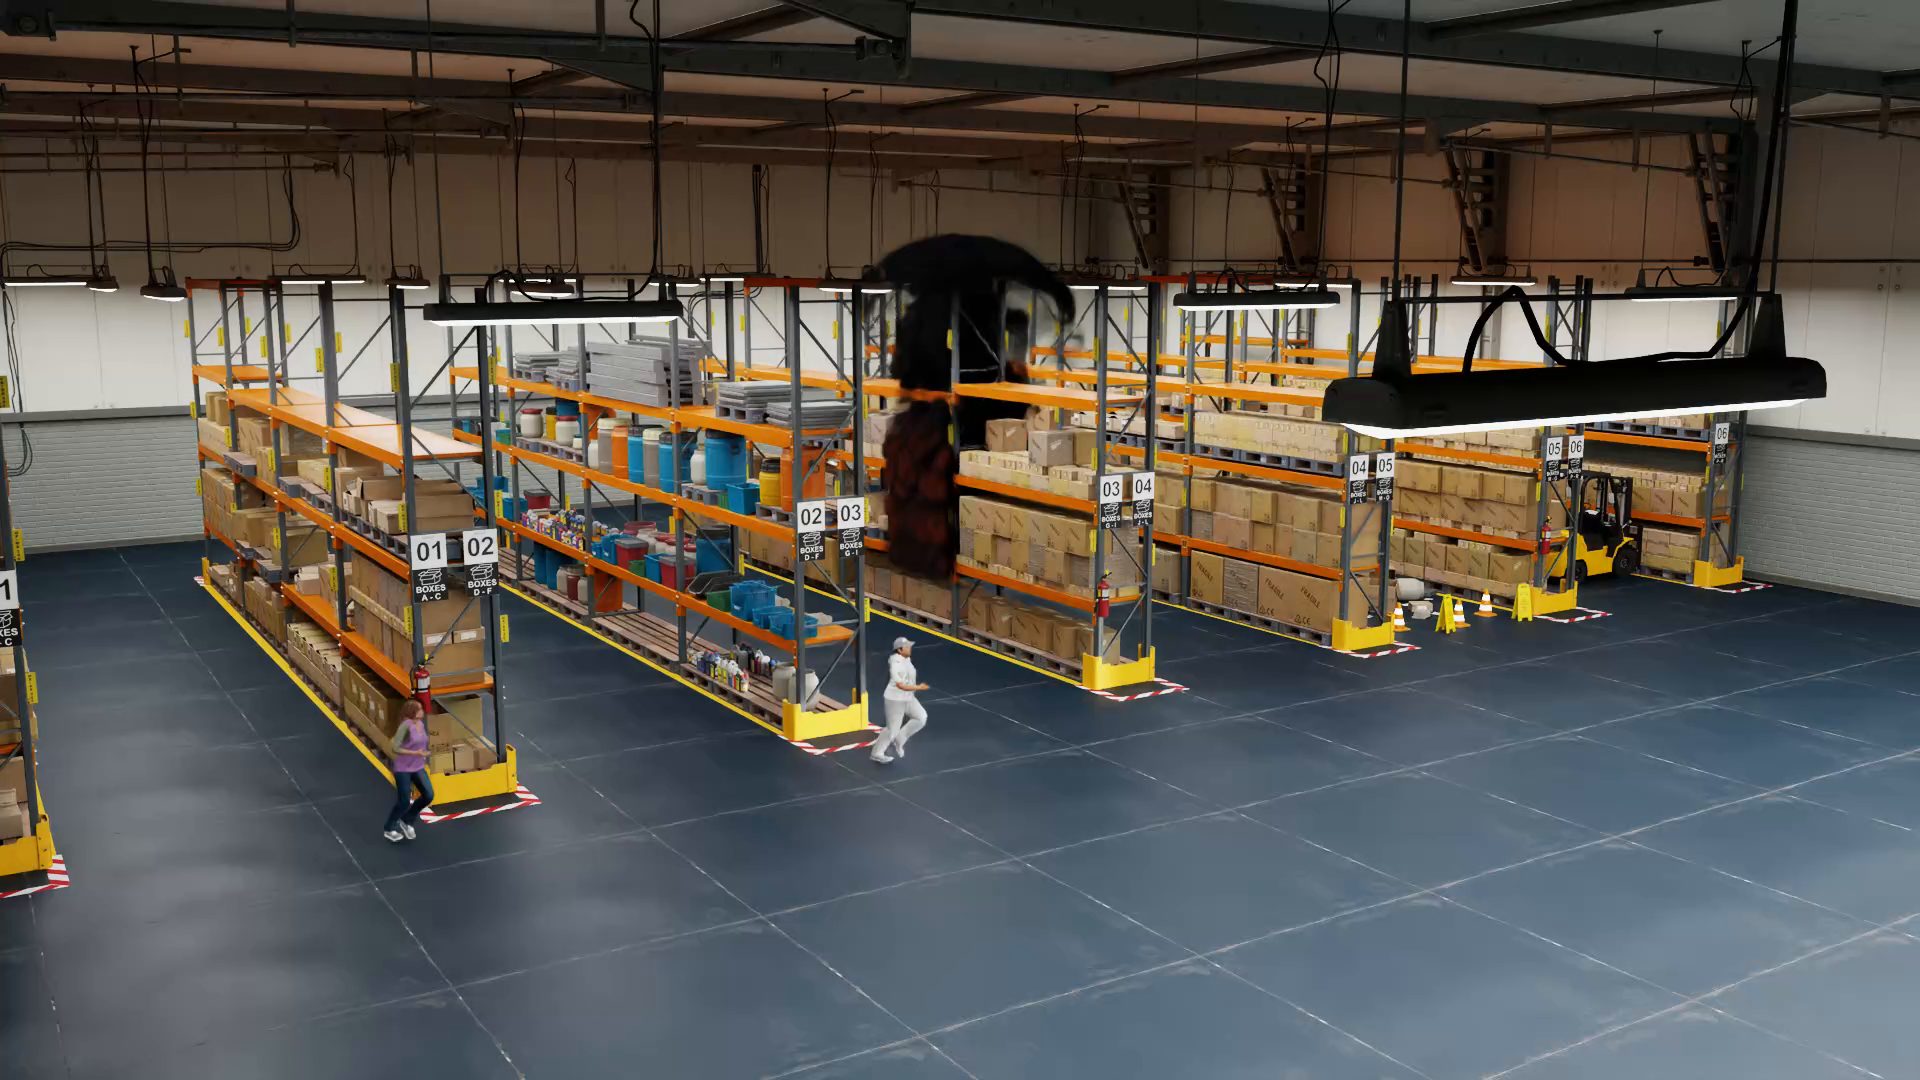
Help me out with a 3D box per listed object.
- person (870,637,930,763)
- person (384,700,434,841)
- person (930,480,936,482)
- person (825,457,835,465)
[{"bbox_3d":[-0.740,2.008,21.085,0.780,1.617,0.622,2,10,12],"label":"person"},{"bbox_3d":[-6.012,2.526,18.322,0.591,1.551,0.544,4,11,25],"label":"person"},{"bbox_3d":[-0.581,-0.479,35.533,0.581,1.628,0.913,-5,11,-29],"label":"person"},{"bbox_3d":[-3.351,-1.372,41.191,0.832,1.756,0.827,6,11,31],"label":"person"}]
